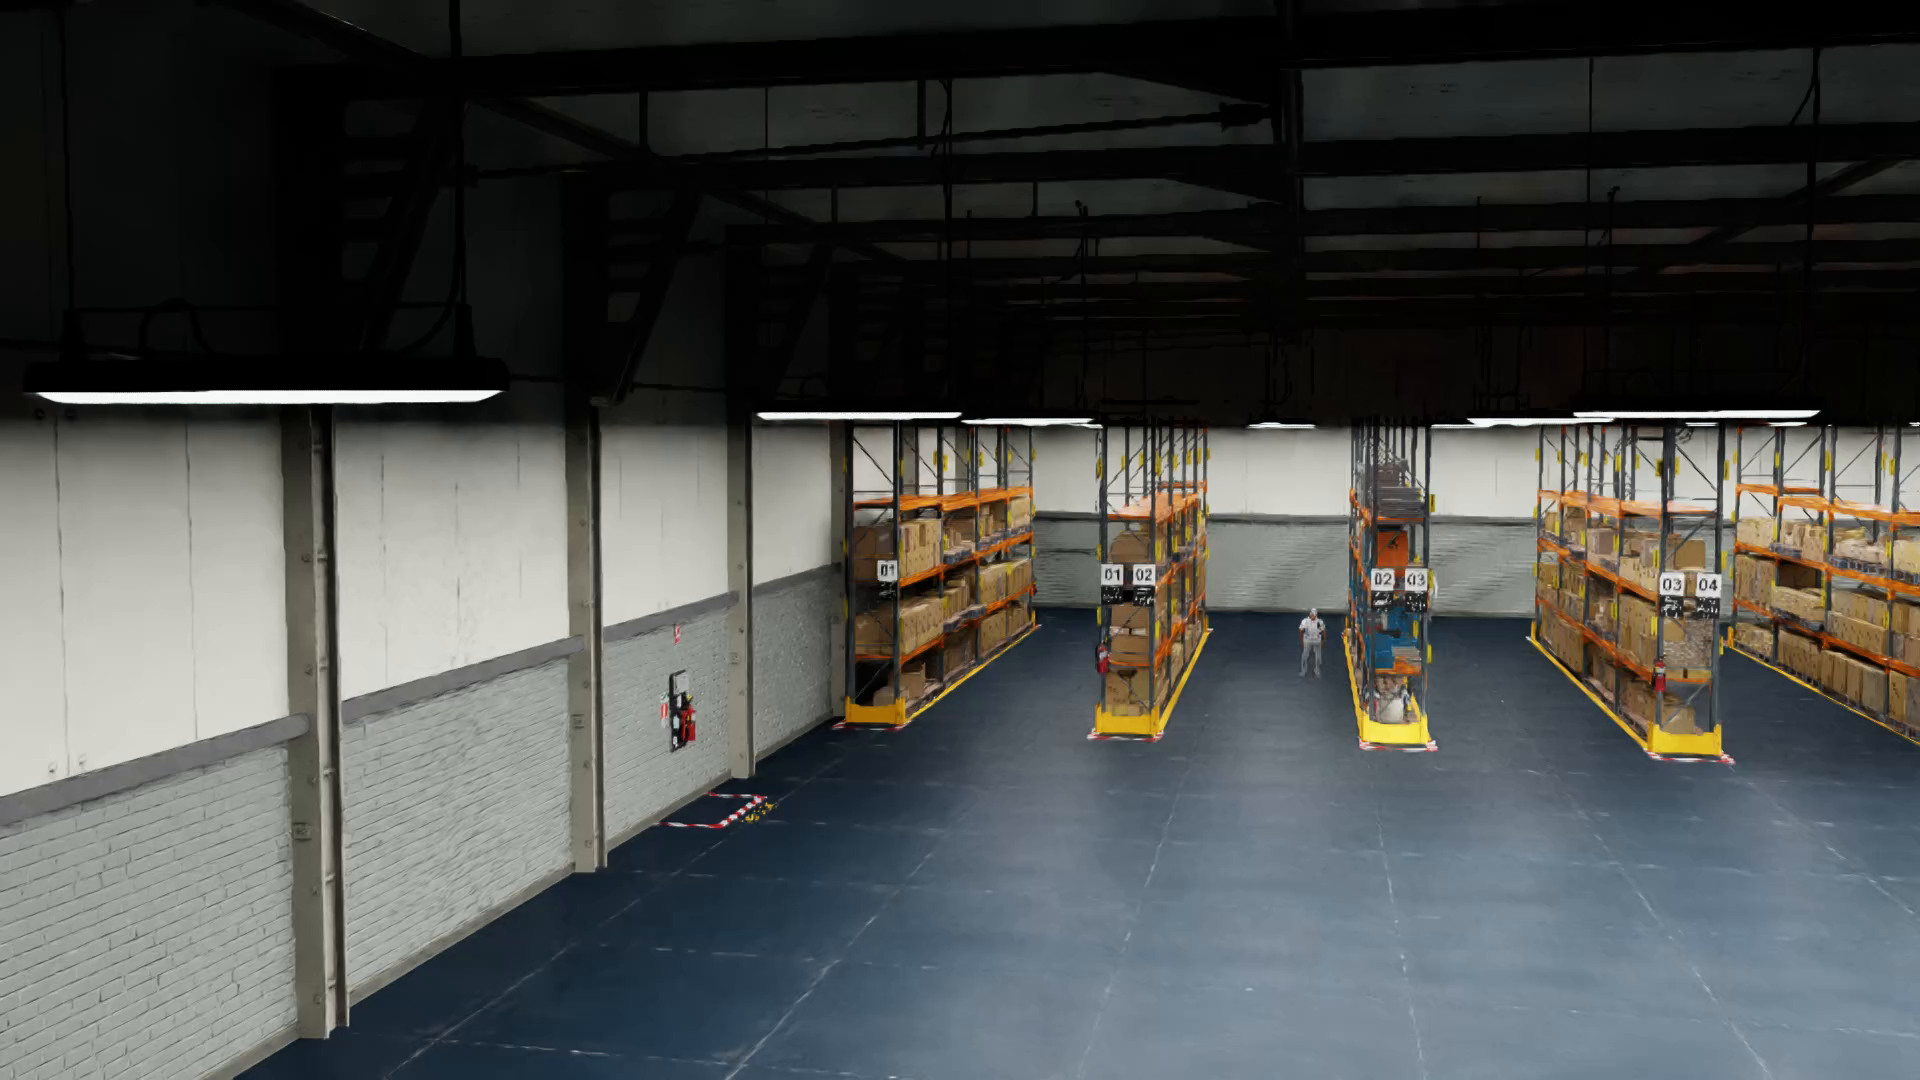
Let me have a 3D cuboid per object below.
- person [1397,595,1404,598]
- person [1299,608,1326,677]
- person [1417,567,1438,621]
[{"bbox_3d":[12.394,1.834,47.079,0.453,1.503,0.881,-1,4,-12],"label":"person"},{"bbox_3d":[8.141,2.365,38.462,0.608,1.611,0.575,1,4,10],"label":"person"},{"bbox_3d":[13.954,1.609,49.669,0.639,1.632,0.512,1,4,10],"label":"person"}]
